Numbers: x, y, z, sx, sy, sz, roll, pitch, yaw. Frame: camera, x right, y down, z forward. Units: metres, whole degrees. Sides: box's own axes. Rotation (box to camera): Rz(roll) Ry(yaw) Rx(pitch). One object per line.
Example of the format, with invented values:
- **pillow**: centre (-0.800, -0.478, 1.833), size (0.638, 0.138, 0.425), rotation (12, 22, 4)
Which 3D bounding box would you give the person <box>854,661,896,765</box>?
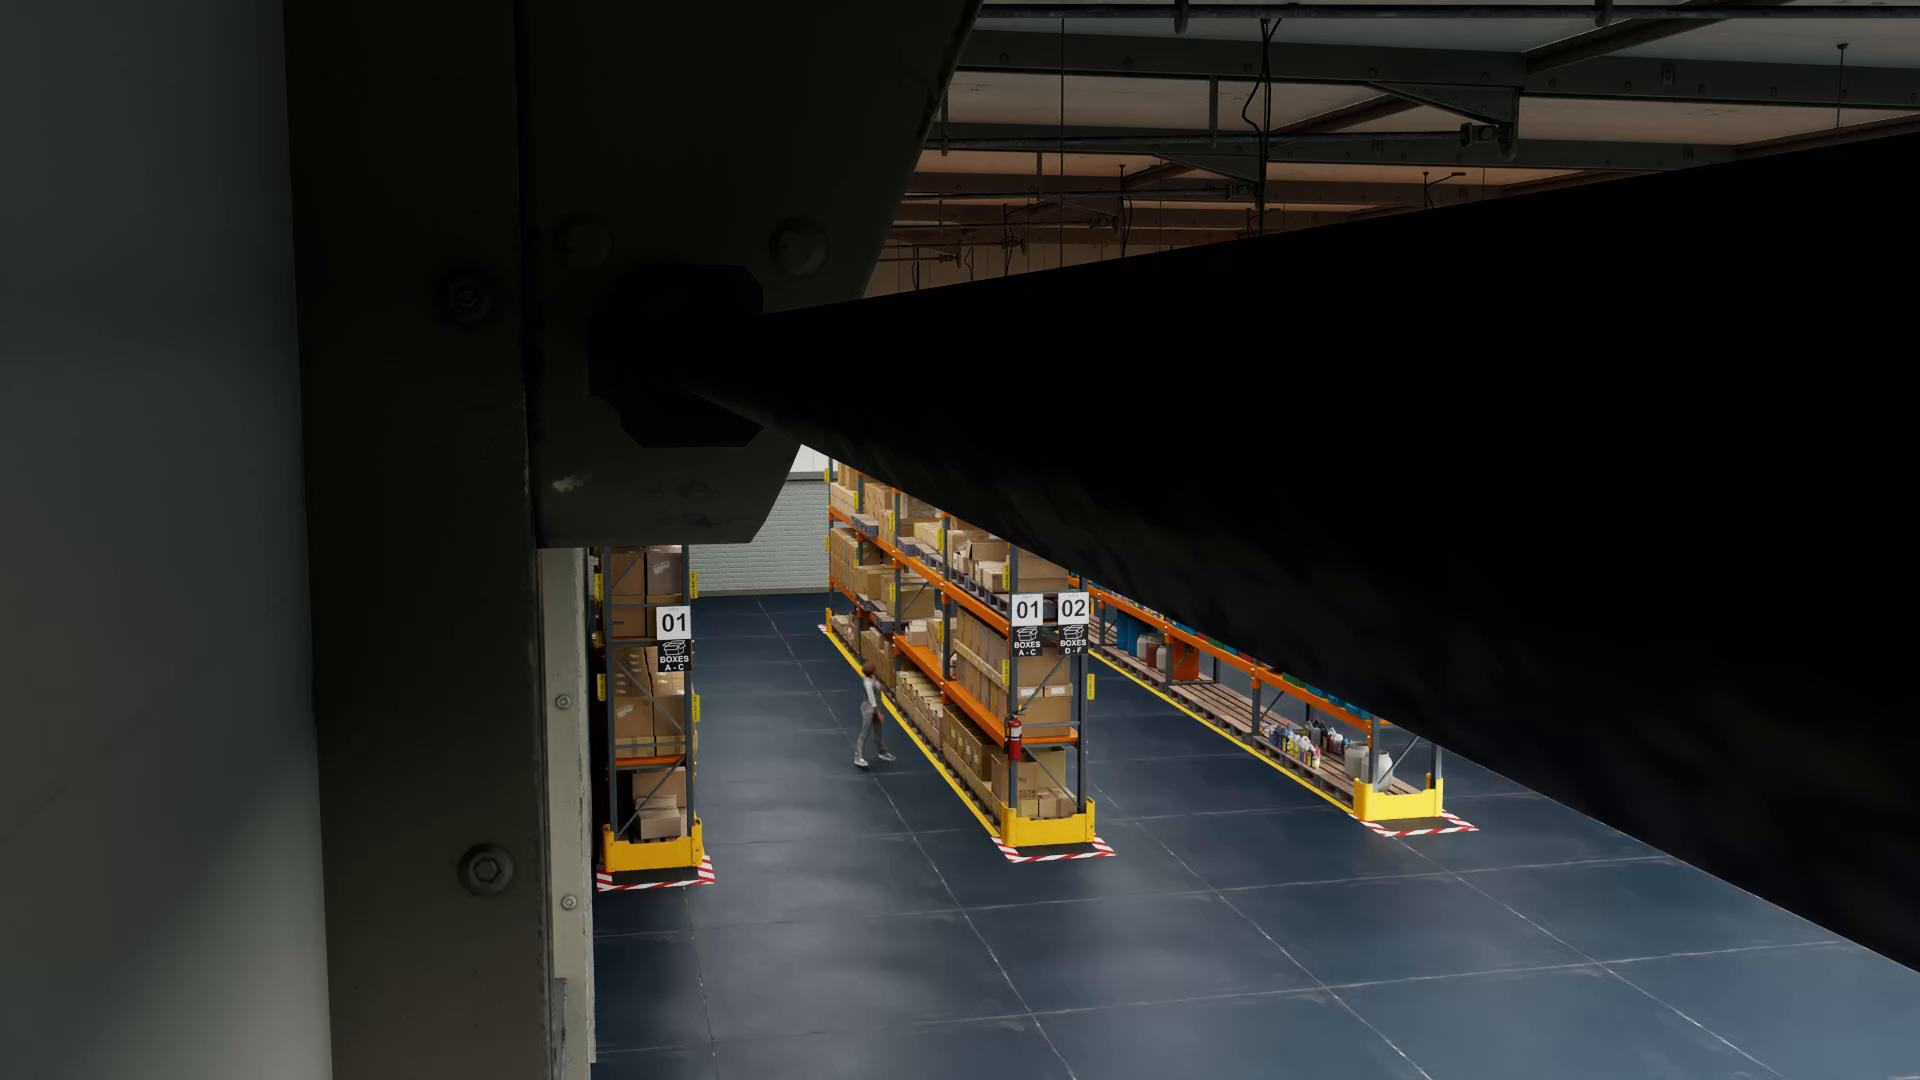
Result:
- **person**: centre (-1.297, 2.581, 25.019), size (0.570, 1.590, 0.577), rotation (1, 7, 10)
